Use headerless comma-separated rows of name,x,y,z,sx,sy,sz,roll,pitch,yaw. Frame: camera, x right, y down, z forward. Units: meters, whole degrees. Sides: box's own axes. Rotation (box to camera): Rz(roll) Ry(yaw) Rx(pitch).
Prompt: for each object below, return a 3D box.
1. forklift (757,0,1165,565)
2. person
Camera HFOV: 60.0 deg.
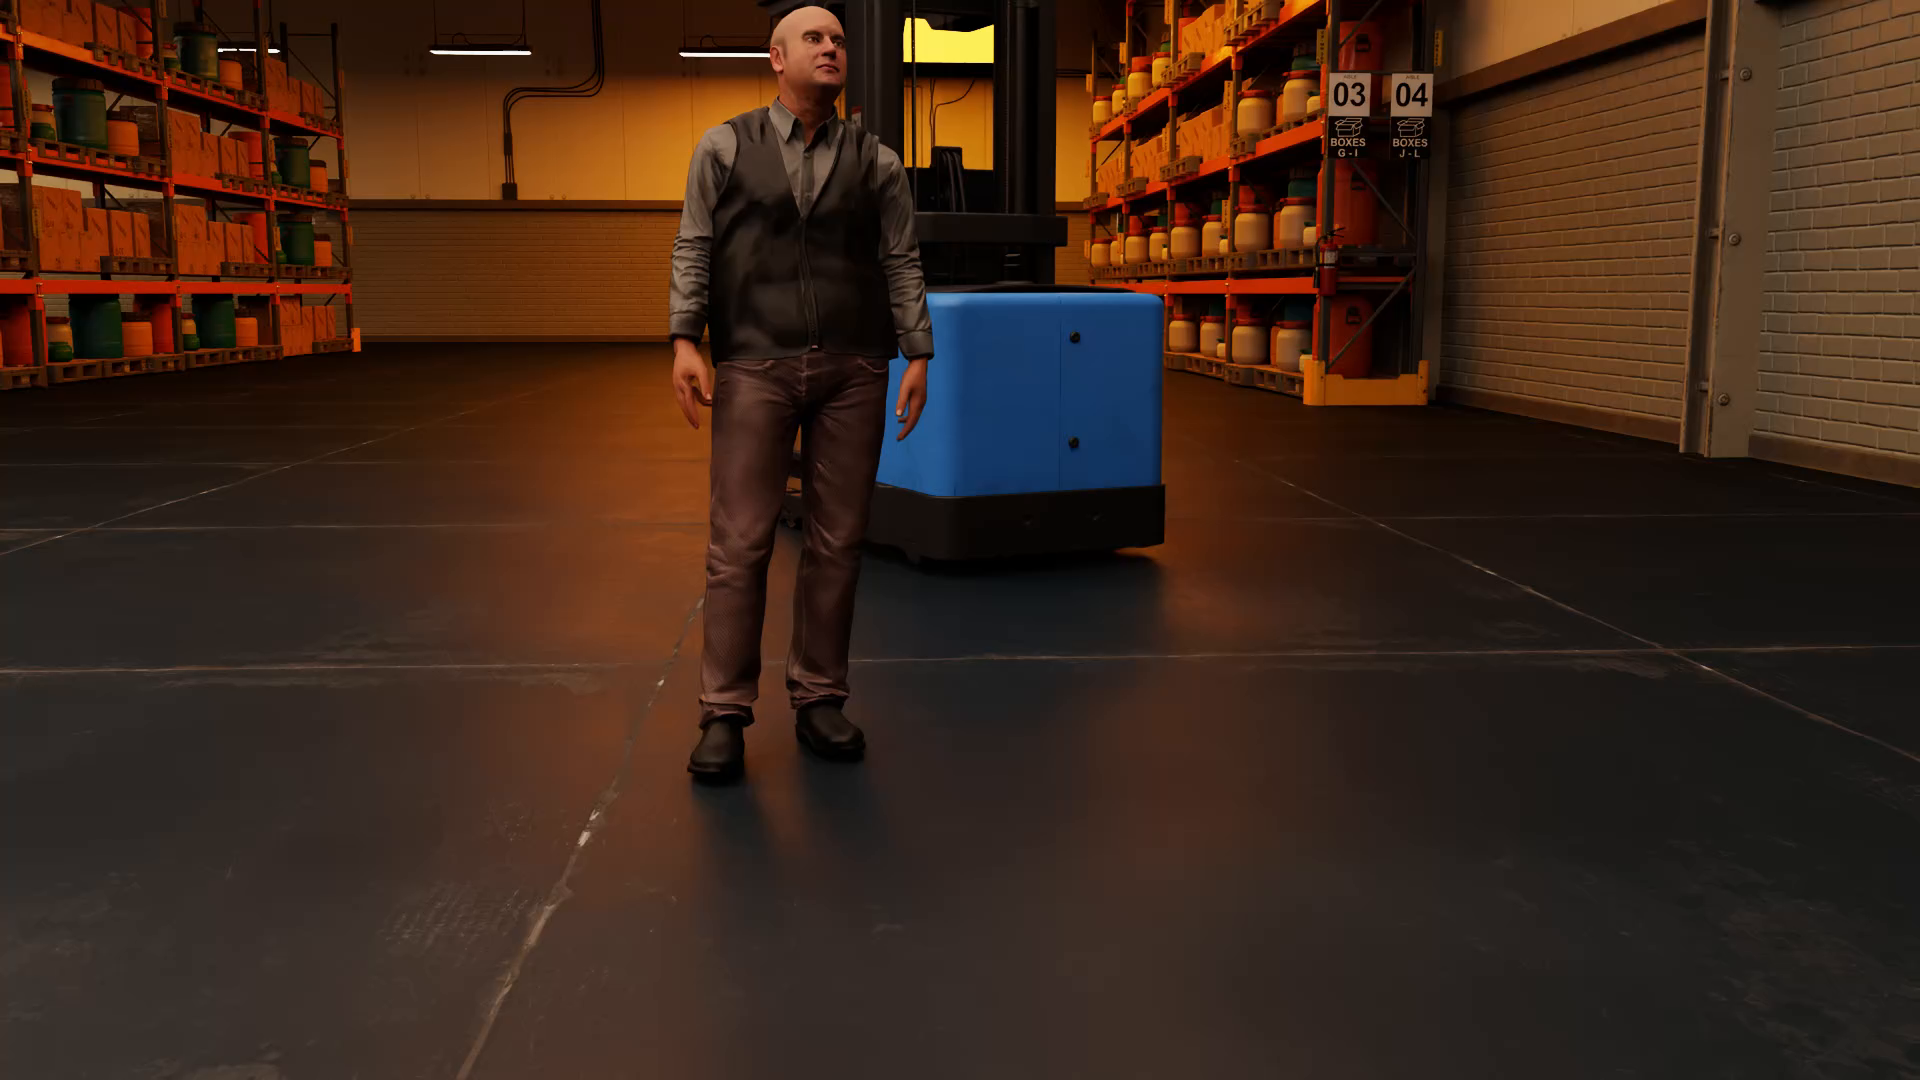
forklift,-0.264,-1.530,7.637,1.130,2.935,3.031,-4,9,-25
person,-0.356,-0.365,3.856,0.633,1.722,0.566,-2,9,-15
